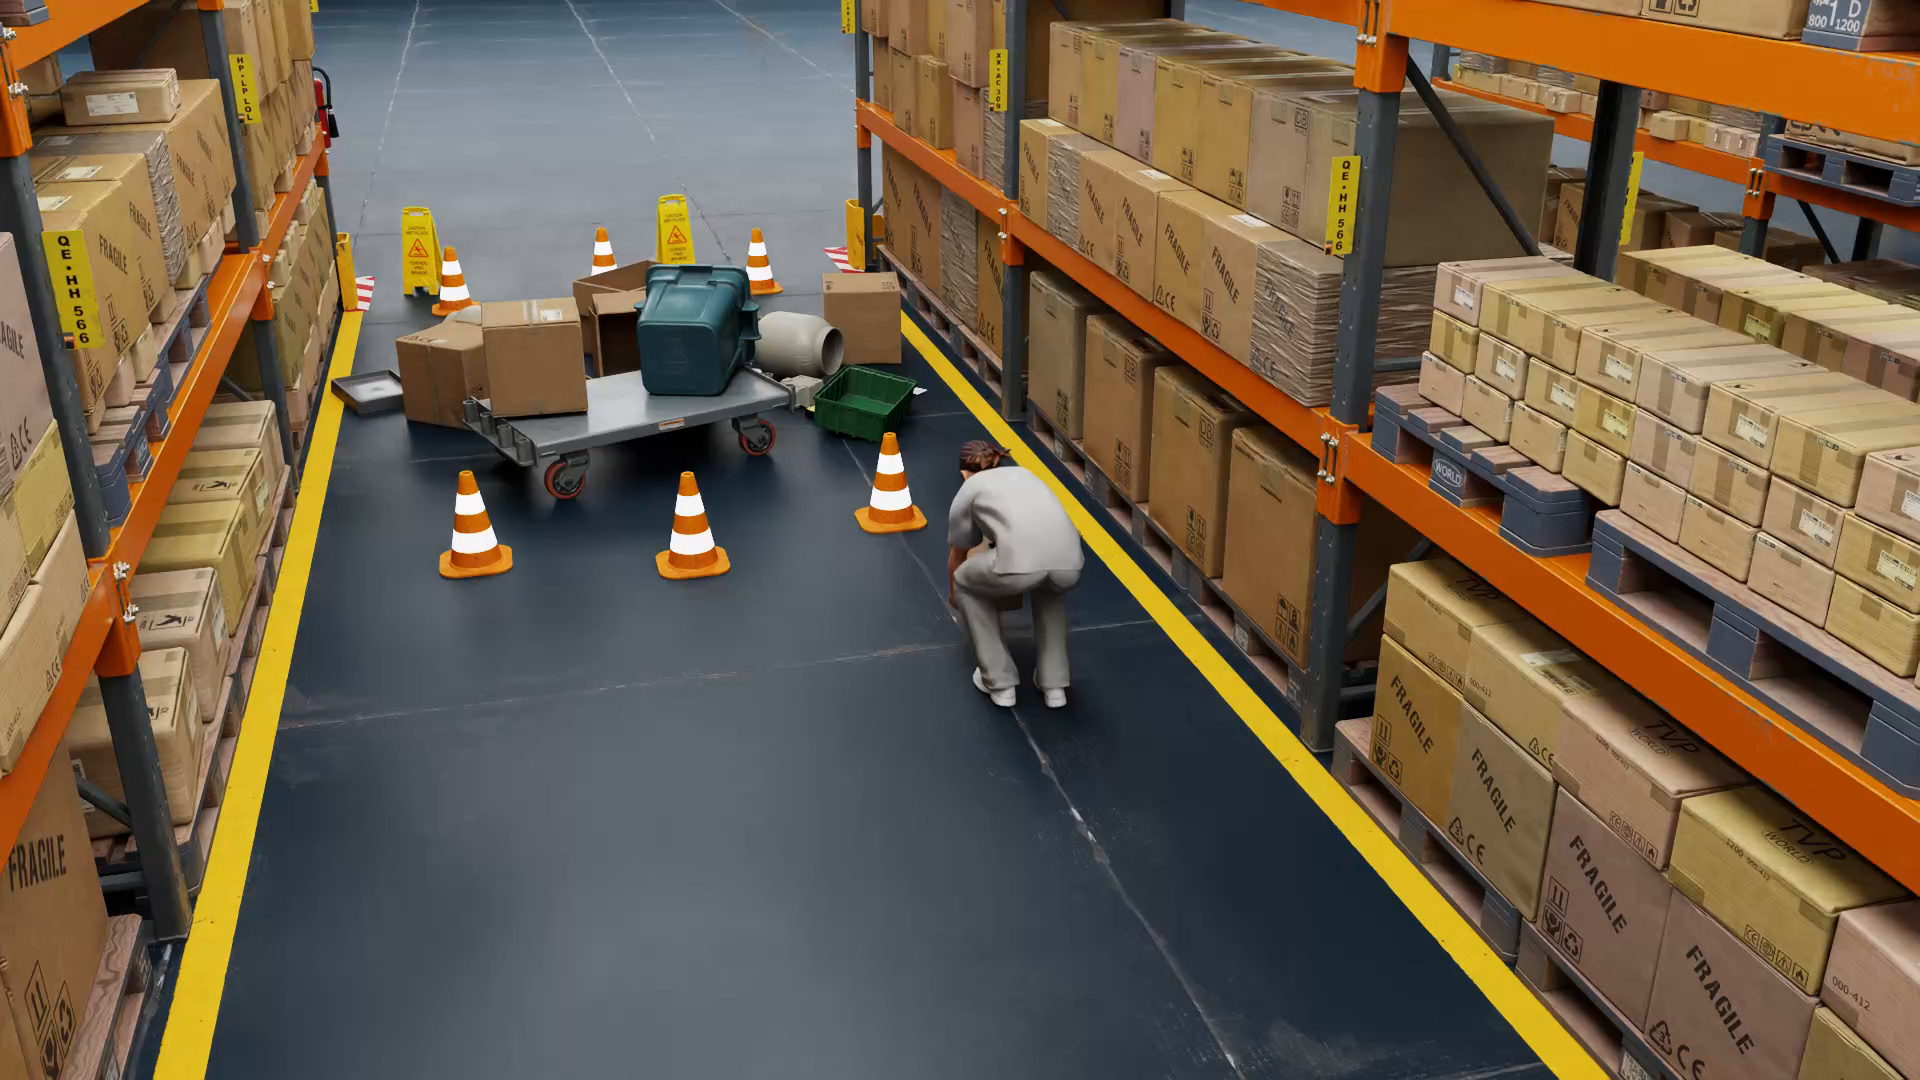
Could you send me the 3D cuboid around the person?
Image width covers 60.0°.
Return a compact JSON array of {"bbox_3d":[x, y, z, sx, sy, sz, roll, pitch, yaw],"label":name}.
[{"bbox_3d":[0.205,0.132,6.697,0.465,0.964,0.863,-7,24,-17],"label":"person"}]
